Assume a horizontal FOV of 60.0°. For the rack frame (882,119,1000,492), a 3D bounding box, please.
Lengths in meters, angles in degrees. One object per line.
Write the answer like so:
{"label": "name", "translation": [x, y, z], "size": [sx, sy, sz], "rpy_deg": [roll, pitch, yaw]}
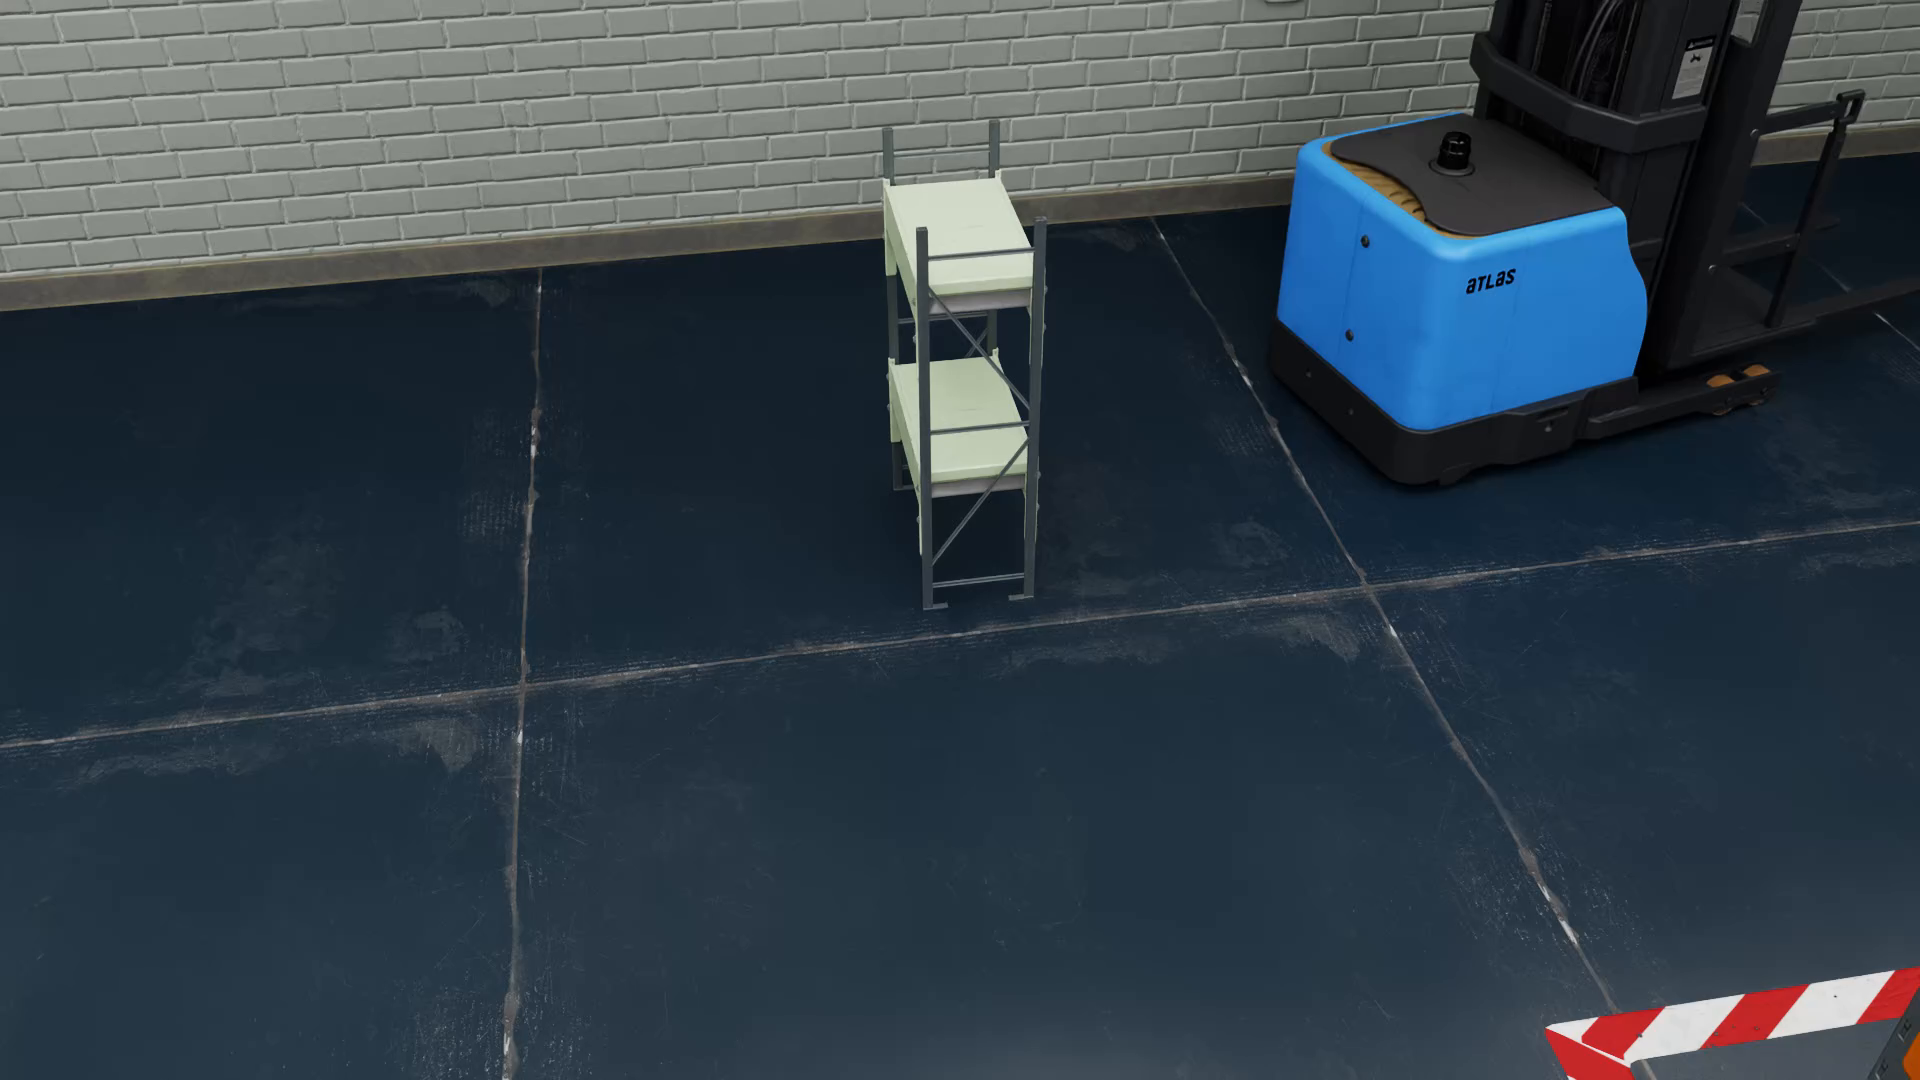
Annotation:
{"label": "rack frame", "translation": [-0.063, -0.809, 6.069], "size": [0.400, 1.500, 0.023], "rpy_deg": [-6, 38, -8]}

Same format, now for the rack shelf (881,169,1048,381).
{"label": "rack shelf", "translation": [0.001, -0.896, 5.545], "size": [0.431, 0.370, 0.720], "rpy_deg": [-6, 38, -8]}

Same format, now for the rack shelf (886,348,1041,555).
{"label": "rack shelf", "translation": [0.001, -0.331, 5.985], "size": [0.431, 0.370, 0.720], "rpy_deg": [-6, 38, -8]}

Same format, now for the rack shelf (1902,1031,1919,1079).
{"label": "rack shelf", "translation": [2.742, 2.060, 1.740], "size": [1.077, 0.370, 4.000], "rpy_deg": [-6, 38, -8]}

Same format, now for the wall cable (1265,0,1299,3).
{"label": "wall cable", "translation": [1.380, -3.249, 7.133], "size": [0.585, 1.953, 0.123], "rpy_deg": [-6, 38, -8]}

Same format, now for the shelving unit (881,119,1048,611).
{"label": "shelving unit", "translation": [0.001, -0.588, 5.785], "size": [0.431, 1.500, 0.755], "rpy_deg": [-6, 38, -8]}

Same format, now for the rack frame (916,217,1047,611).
{"label": "rack frame", "translation": [0.065, -0.367, 5.500], "size": [0.400, 1.500, 0.023], "rpy_deg": [-6, 38, -8]}

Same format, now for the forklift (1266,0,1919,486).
{"label": "forklift", "translation": [2.873, -1.958, 6.382], "size": [3.031, 2.935, 1.130], "rpy_deg": [-15, 40, -18]}
